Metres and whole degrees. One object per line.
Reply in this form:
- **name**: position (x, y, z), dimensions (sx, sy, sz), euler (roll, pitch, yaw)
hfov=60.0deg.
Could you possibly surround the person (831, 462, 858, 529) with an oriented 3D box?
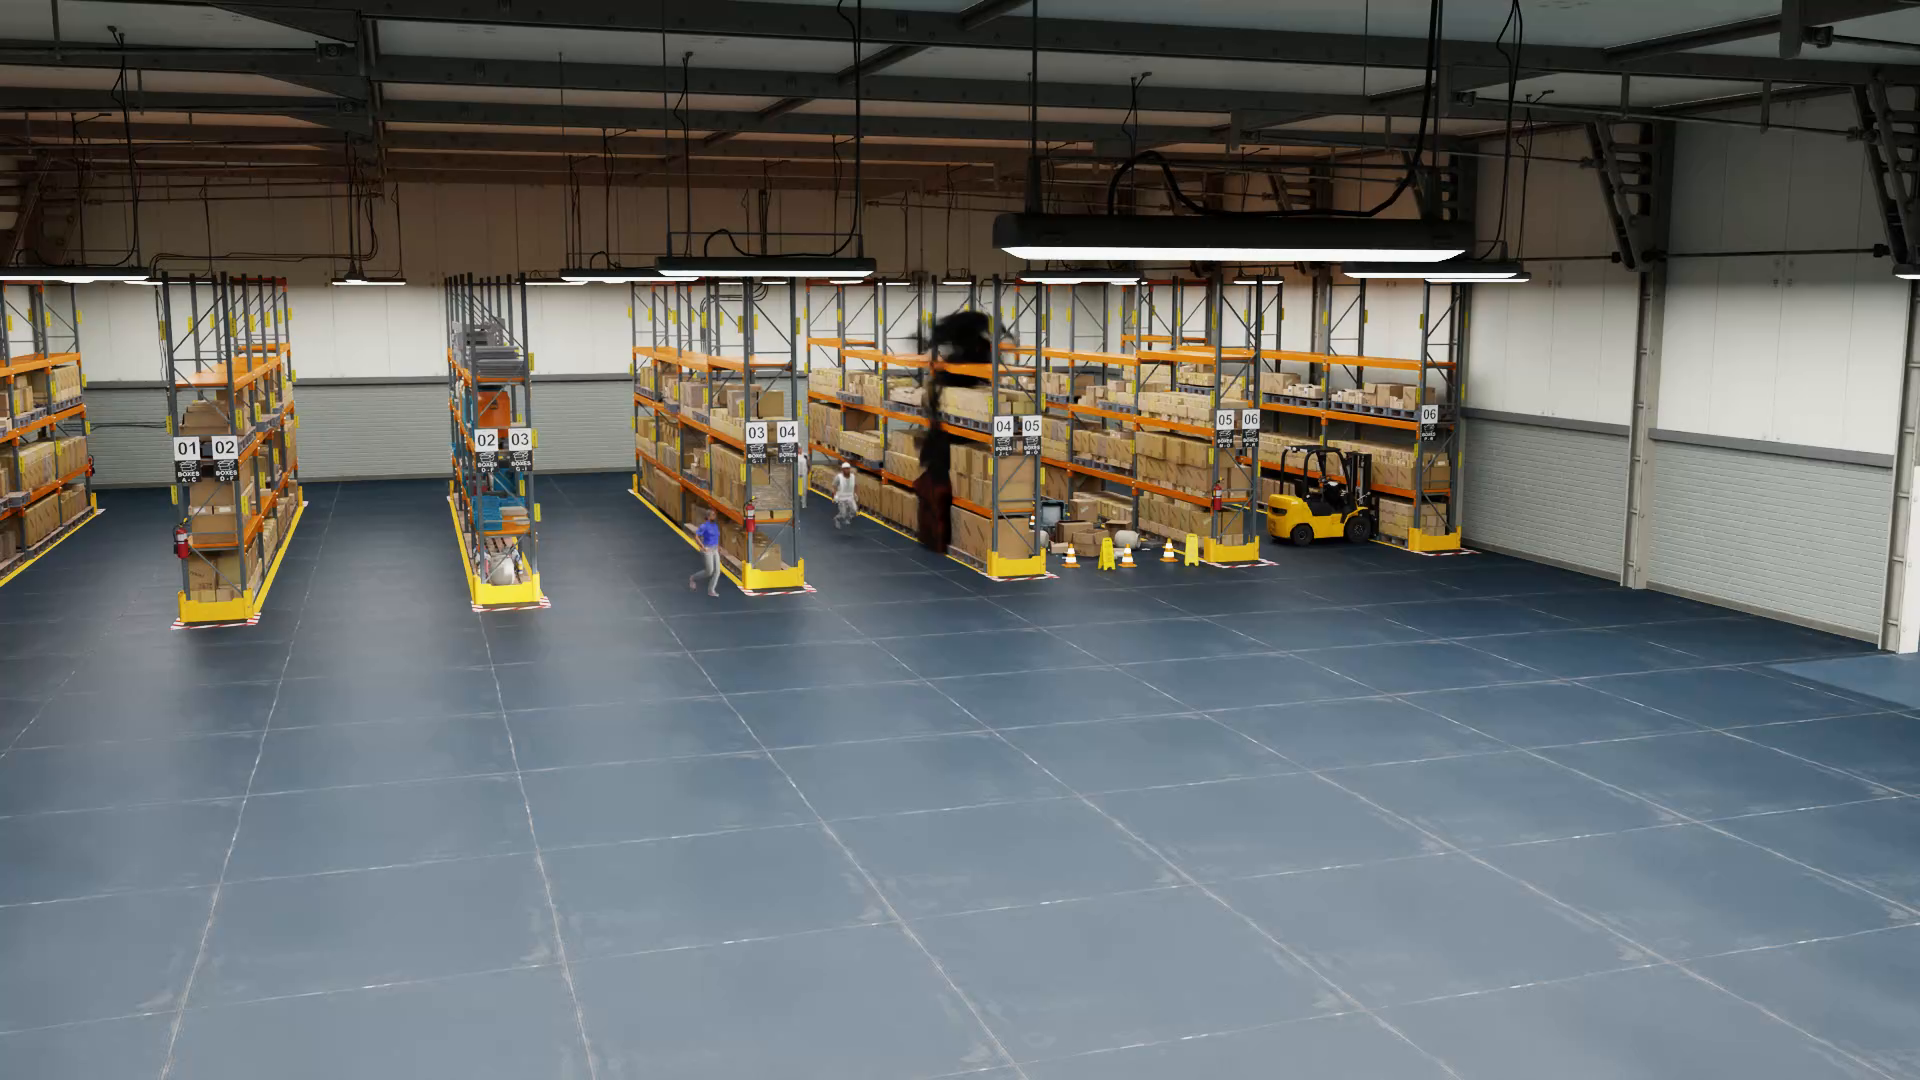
- **person**: position (-2.655, -1.013, 38.651), dimensions (0.668, 1.598, 0.756), euler (-4, 9, -24)

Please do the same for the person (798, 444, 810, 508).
- **person**: position (-4.234, -1.713, 43.956), dimensions (0.617, 1.678, 0.920), euler (-3, 9, -16)

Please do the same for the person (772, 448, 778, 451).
- **person**: position (-5.613, -2.330, 47.871), dimensions (0.806, 1.745, 0.833), euler (-1, 9, -5)

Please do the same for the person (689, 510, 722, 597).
- **person**: position (-4.713, 0.233, 31.311), dimensions (0.665, 1.604, 0.650), euler (5, 10, 31)
